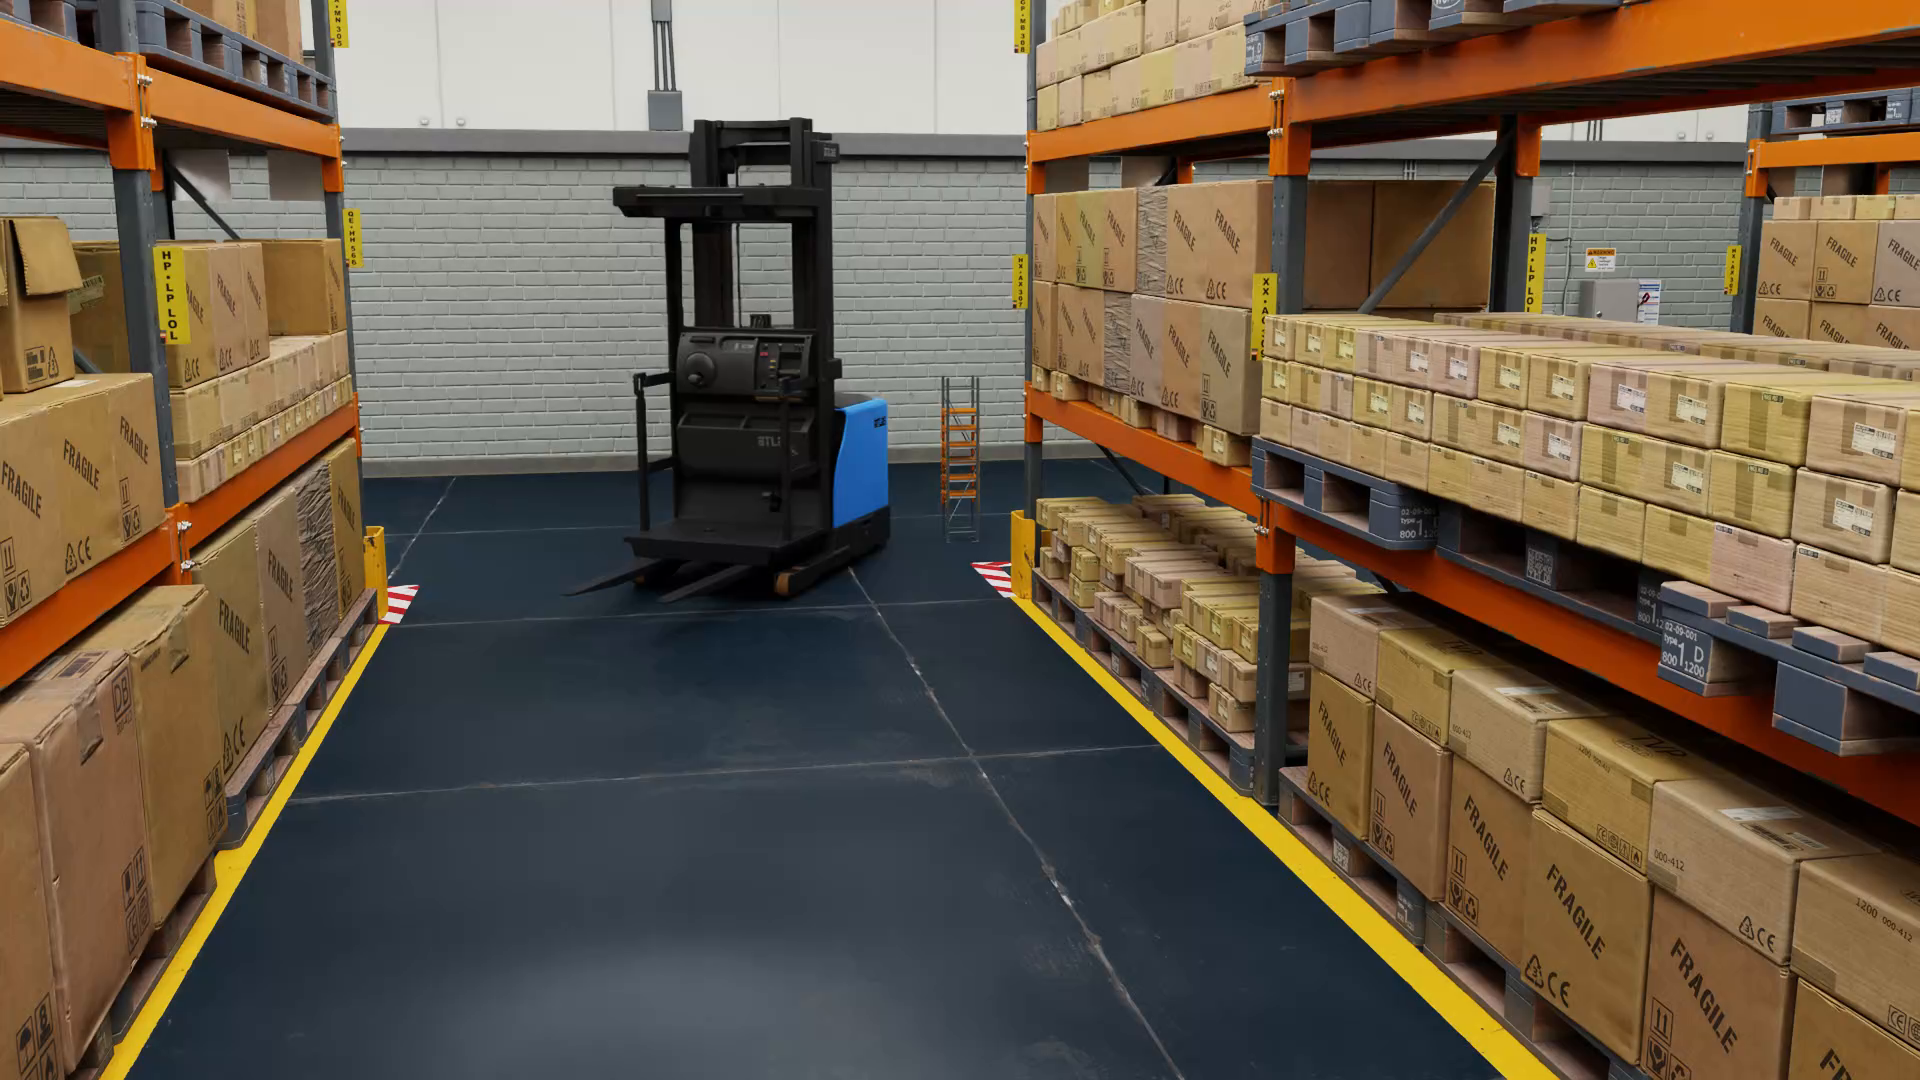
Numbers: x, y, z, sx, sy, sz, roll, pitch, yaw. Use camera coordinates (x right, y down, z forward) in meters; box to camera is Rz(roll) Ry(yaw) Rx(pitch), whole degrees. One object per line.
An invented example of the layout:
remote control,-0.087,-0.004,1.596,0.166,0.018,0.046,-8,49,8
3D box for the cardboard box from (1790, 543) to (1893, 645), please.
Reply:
cardboard box,1.866,0.094,3.227,0.380,0.149,0.250,-2,11,-11

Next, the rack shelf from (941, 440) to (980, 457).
rack shelf,0.003,-0.661,12.056,0.258,0.103,0.180,-2,11,-11

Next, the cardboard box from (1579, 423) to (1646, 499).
cardboard box,1.715,-0.195,3.953,0.380,0.149,0.250,-2,11,-11

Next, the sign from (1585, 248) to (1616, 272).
sign,6.614,-2.894,17.170,0.339,0.242,0.001,-2,11,-11

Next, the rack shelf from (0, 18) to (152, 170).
rack shelf,-2.815,-1.029,3.480,1.077,0.370,4.000,-2,11,-11

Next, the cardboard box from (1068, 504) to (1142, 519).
cardboard box,0.844,-0.114,9.684,0.380,0.149,0.250,-2,11,-10

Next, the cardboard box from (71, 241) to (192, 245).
cardboard box,-3.949,-1.165,7.897,0.500,0.500,0.500,-2,11,-13

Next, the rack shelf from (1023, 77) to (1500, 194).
rack shelf,1.292,-1.924,8.184,1.077,0.370,4.000,-2,11,-11

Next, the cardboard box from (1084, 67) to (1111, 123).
cardboard box,0.951,-2.288,8.575,0.500,0.250,0.500,-2,11,-13

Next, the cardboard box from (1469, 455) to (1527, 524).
cardboard box,1.612,-0.145,4.487,0.380,0.149,0.250,-3,11,-14

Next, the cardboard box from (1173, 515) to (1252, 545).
cardboard box,1.411,-0.040,9.295,0.380,0.149,0.250,-3,11,-13

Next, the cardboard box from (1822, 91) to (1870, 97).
cardboard box,5.915,-2.945,10.637,0.500,0.250,0.500,-3,11,-16

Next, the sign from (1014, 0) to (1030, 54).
sign,0.371,-3.054,9.859,0.100,0.325,0.005,-2,11,-11

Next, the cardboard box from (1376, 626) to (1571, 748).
cardboard box,1.672,0.459,5.320,0.500,0.250,0.500,-2,11,-9

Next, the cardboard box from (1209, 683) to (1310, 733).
cardboard box,1.271,0.698,7.011,0.380,0.149,0.250,-2,11,-10

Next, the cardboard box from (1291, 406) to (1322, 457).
cardboard box,1.366,-0.380,5.721,0.380,0.149,0.250,-2,11,-10

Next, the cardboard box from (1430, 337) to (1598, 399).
cardboard box,1.559,-0.486,4.686,0.380,0.149,0.250,-2,11,-9

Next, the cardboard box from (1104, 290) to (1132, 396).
cardboard box,1.037,-0.993,8.327,0.500,0.500,0.500,-2,11,-12

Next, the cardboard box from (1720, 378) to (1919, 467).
cardboard box,1.817,-0.246,3.424,0.380,0.149,0.250,-2,11,-9

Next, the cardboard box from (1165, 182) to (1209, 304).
cardboard box,1.219,-1.294,7.238,0.500,0.500,0.500,-2,11,-13

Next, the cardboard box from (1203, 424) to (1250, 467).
cardboard box,1.239,-0.401,6.952,0.380,0.149,0.250,-2,11,-13

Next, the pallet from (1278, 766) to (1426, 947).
pallet,1.834,1.076,5.981,1.003,0.211,1.213,-2,11,-11

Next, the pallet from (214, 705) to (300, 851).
pallet,-3.275,0.952,6.629,1.003,0.211,1.213,-2,11,-11

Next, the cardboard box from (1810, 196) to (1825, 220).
cardboard box,5.658,-2.108,10.571,0.380,0.149,0.250,-2,11,-10

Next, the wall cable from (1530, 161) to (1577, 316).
wall cable,6.009,-2.955,16.984,0.588,1.984,0.122,-2,11,-11

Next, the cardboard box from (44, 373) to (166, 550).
cardboard box,-2.845,-0.249,5.212,0.500,0.500,0.500,-2,11,-11

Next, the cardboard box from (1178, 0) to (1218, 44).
cardboard box,1.252,-2.254,7.057,0.500,0.250,0.500,-3,11,-13

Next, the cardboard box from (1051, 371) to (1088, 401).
cardboard box,0.735,-0.879,9.467,0.380,0.149,0.250,-2,11,-13

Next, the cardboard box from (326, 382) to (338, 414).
cardboard box,-3.489,-0.738,8.724,0.380,0.149,0.250,-2,11,-11

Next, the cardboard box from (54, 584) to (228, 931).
cardboard box,-3.059,0.679,5.167,1.225,0.875,0.875,-2,11,-11

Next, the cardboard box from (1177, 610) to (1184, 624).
cardboard box,1.221,0.418,7.686,0.380,0.149,0.250,-2,11,-10

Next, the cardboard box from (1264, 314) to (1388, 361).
cardboard box,1.307,-0.723,5.932,0.380,0.149,0.250,-2,11,-8

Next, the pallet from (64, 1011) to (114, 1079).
pallet,-2.739,1.458,3.974,1.003,0.211,1.213,-2,11,-11

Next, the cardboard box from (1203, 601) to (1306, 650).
cardboard box,1.268,0.364,7.174,0.380,0.149,0.250,-2,11,-10

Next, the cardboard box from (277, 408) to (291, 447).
cardboard box,-3.240,-0.504,7.494,0.380,0.149,0.250,-2,11,-13

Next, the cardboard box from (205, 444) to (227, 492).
cardboard box,-2.986,-0.266,6.245,0.380,0.149,0.250,-2,11,-13

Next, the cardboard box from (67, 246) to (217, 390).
cardboard box,-3.046,-0.813,6.047,0.500,0.500,0.500,-2,11,-11

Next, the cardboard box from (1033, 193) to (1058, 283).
cardboard box,0.730,-1.765,9.711,0.500,0.500,0.500,-2,11,-11

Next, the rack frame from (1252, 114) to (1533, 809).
rack frame,1.681,-0.437,6.470,1.000,3.000,0.127,-2,11,-11

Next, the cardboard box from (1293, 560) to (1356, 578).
cardboard box,1.682,0.200,8.033,0.380,0.149,0.250,-2,11,-10

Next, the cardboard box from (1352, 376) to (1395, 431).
cardboard box,1.461,-0.435,5.211,0.380,0.149,0.250,-3,11,-13

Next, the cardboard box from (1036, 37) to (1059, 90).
cardboard box,0.736,-2.724,9.529,0.500,0.250,0.500,-2,11,-10

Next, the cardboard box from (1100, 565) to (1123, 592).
cardboard box,0.974,0.173,8.971,0.380,0.149,0.250,-3,11,-14

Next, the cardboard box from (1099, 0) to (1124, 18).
cardboard box,0.915,-2.705,8.359,0.380,0.149,0.250,-2,11,-9

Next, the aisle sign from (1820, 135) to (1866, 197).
aisle sign,6.029,-2.671,11.254,0.394,0.787,0.004,-2,11,-11

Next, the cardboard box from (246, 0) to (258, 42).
cardboard box,-3.837,-2.586,8.080,0.700,0.500,0.500,-3,11,-13

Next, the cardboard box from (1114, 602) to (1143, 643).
cardboard box,1.005,0.414,8.498,0.380,0.149,0.250,-2,11,-11

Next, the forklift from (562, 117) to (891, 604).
forklift,-1.452,-1.163,10.470,1.130,2.935,3.031,4,11,18

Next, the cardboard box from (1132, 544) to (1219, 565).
cardboard box,1.090,0.123,8.438,0.380,0.149,0.250,-2,11,-11

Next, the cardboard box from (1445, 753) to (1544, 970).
cardboard box,1.785,0.922,4.890,0.500,0.500,0.500,-2,11,-10

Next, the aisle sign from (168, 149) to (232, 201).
aisle sign,-4.290,-2.288,9.244,0.394,0.787,0.004,-2,11,-11

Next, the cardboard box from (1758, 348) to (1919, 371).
cardboard box,2.302,-0.411,4.293,0.380,0.149,0.250,-2,11,-9

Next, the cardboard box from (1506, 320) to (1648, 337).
cardboard box,2.052,-0.649,5.541,0.380,0.149,0.250,-2,11,-13

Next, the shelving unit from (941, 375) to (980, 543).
shelving unit,0.003,-0.587,12.070,0.258,1.200,0.189,-2,11,-11

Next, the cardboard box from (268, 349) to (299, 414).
cardboard box,-3.324,-0.720,7.564,0.500,0.250,0.500,-2,11,-11

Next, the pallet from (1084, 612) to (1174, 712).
pallet,1.275,0.587,8.550,1.003,0.211,1.213,-2,11,-11

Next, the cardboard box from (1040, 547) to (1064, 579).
cardboard box,0.691,0.131,9.986,0.380,0.149,0.250,-2,11,-10

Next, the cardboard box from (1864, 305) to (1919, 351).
cardboard box,5.758,-1.134,9.866,0.500,0.500,0.500,-2,11,-11

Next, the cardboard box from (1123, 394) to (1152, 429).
cardboard box,1.022,-0.642,8.217,0.380,0.149,0.250,-2,11,-10
